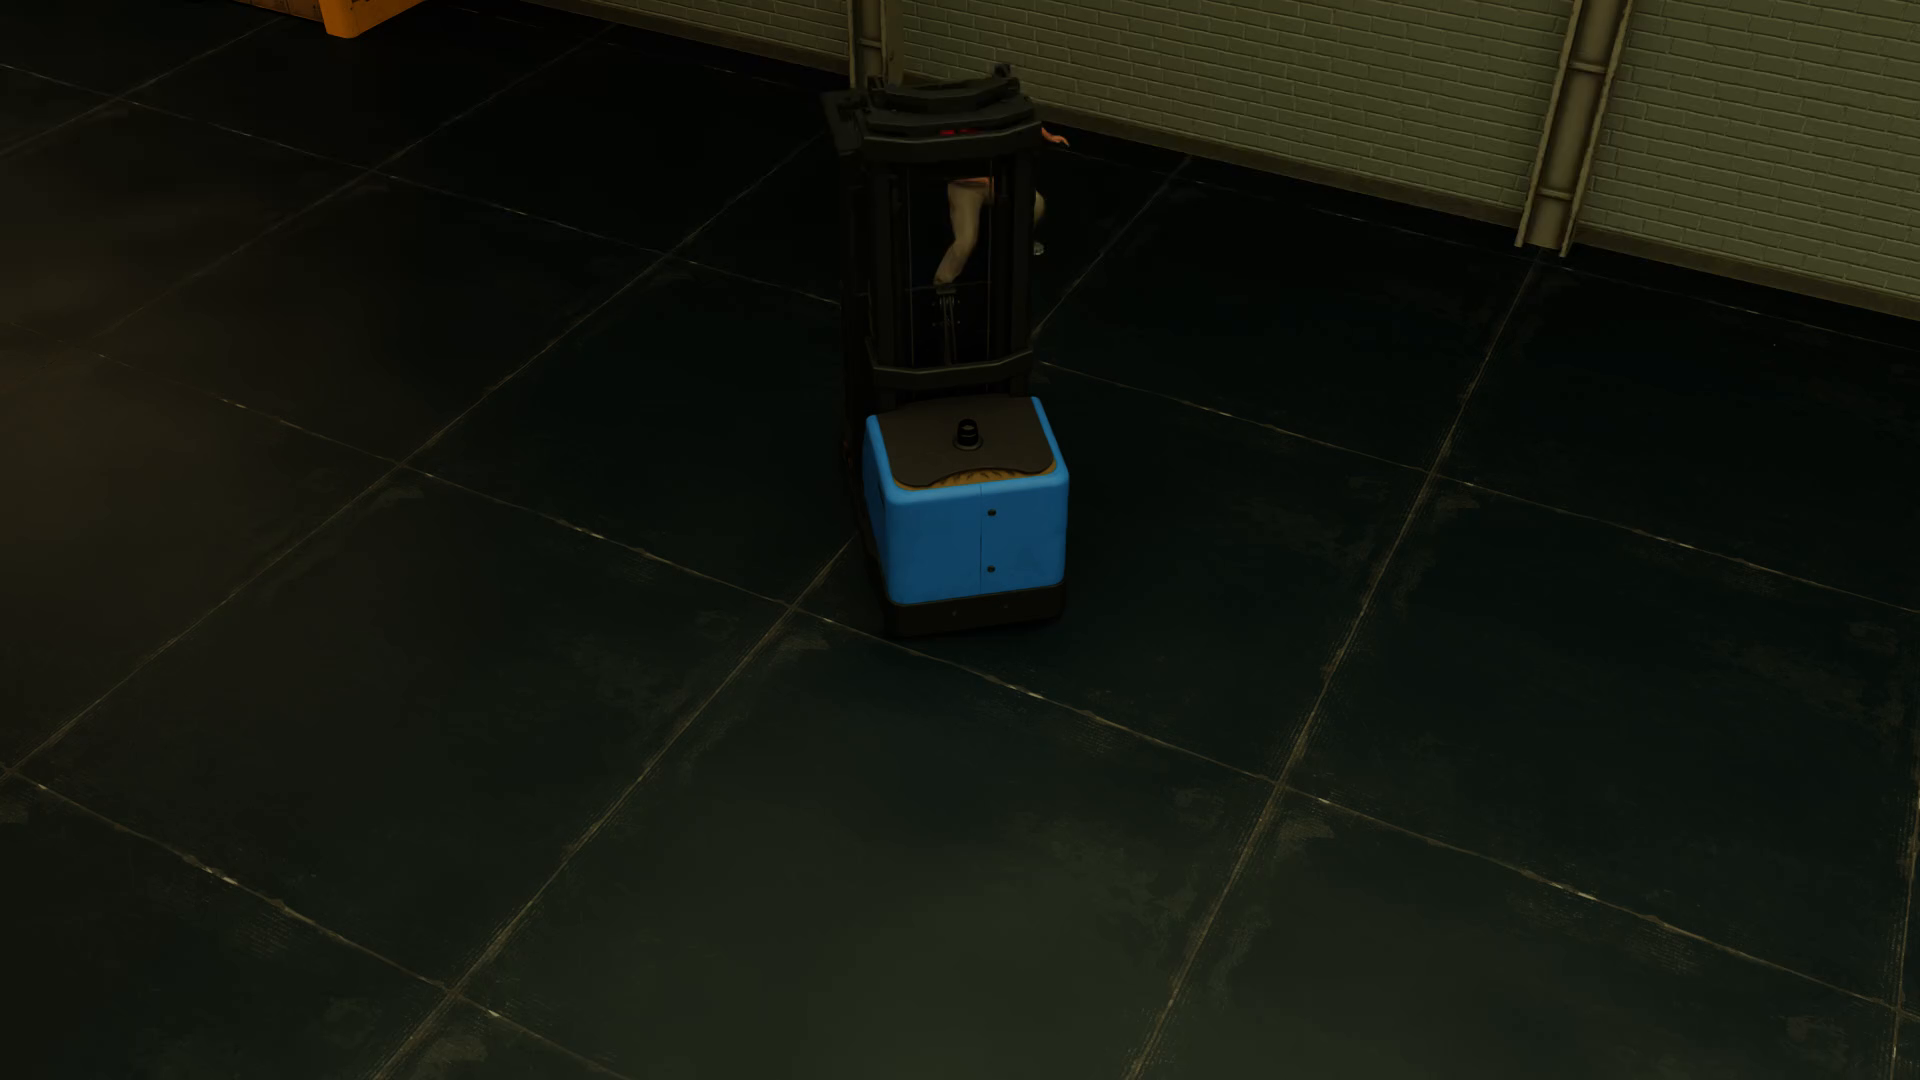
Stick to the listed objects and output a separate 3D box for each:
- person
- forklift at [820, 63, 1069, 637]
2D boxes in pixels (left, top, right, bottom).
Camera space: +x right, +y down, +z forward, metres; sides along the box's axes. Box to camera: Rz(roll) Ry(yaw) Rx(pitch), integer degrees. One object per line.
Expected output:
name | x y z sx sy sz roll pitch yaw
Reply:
person | 0.239 -2.564 12.141 1.114 1.496 0.710 -24 46 -26
forklift | -0.174 -1.523 9.795 1.130 2.935 3.031 -7 41 -8
